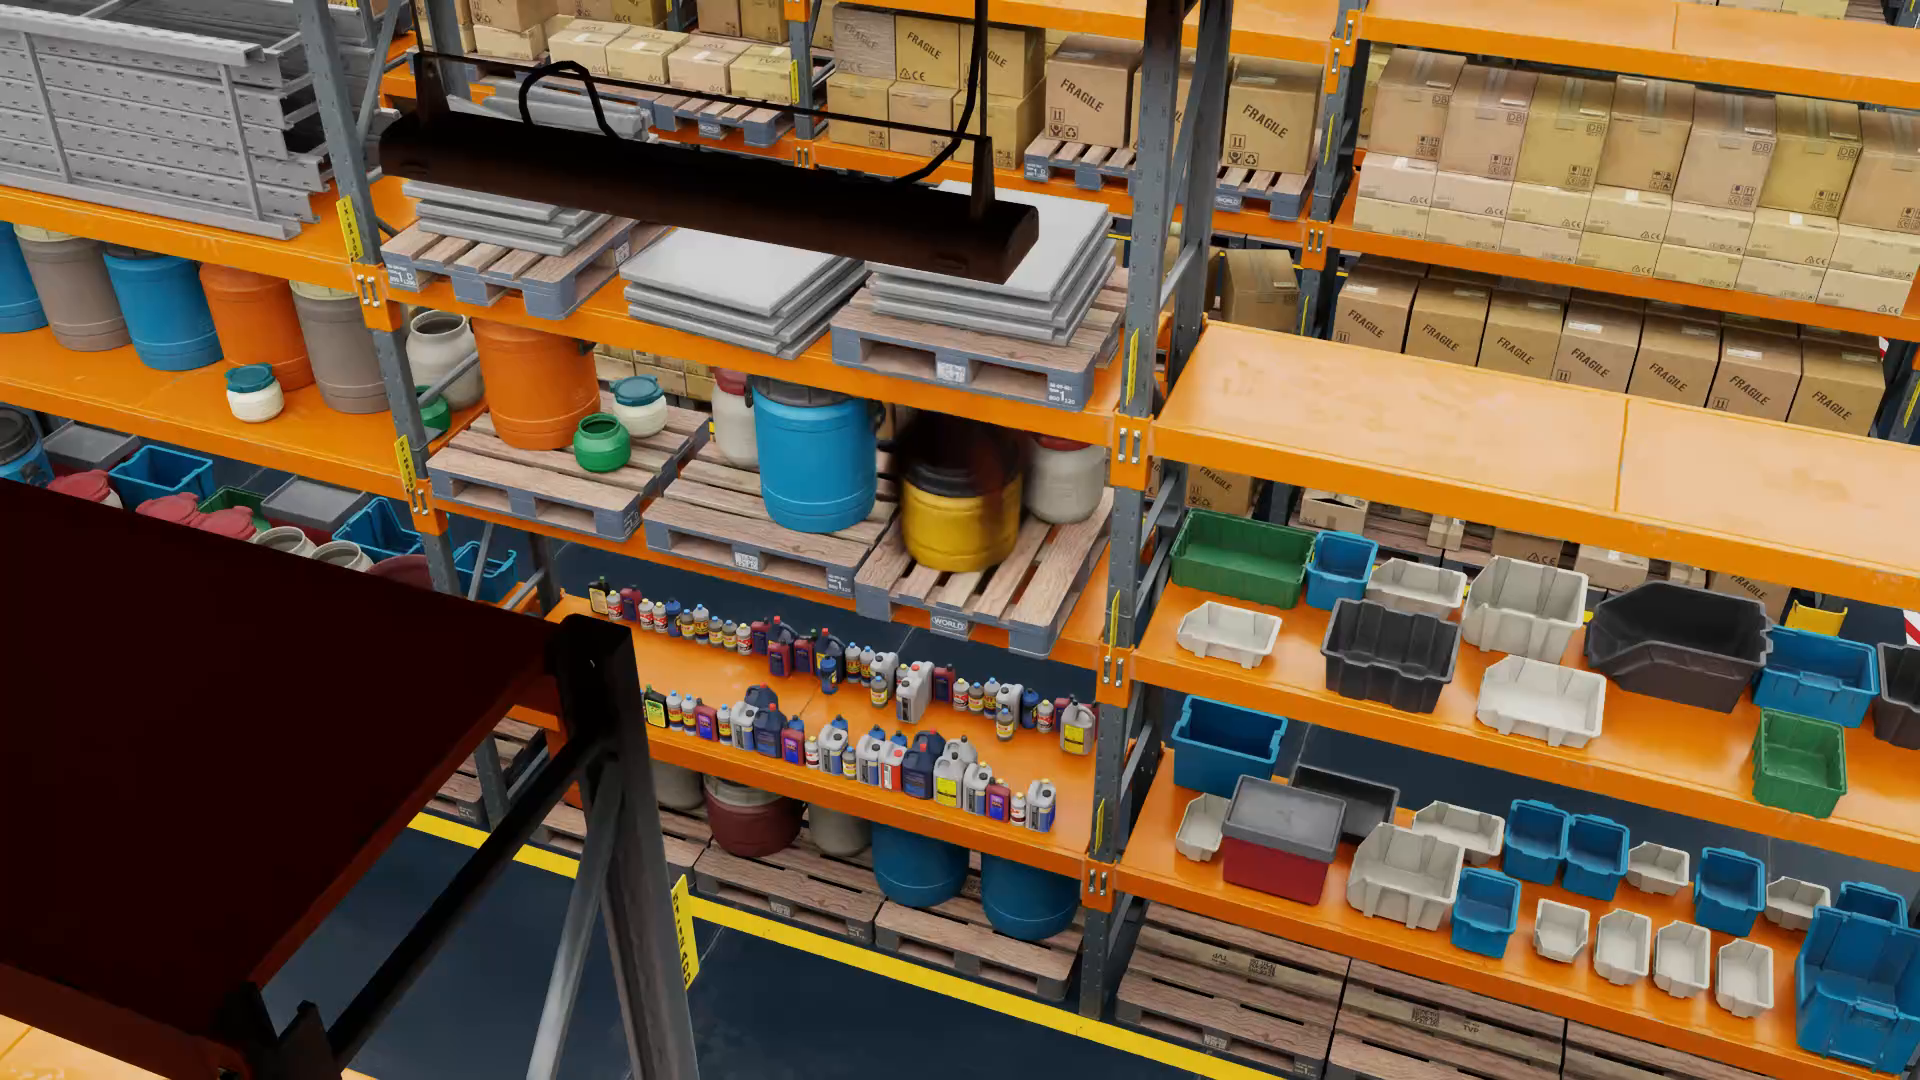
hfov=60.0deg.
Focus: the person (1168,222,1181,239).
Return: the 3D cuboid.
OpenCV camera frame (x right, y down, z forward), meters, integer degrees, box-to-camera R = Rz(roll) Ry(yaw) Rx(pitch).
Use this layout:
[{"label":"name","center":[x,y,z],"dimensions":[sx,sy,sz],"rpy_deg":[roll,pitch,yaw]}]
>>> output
[{"label":"person","center":[1.991,-2.504,15.435],"dimensions":[0.507,1.706,0.501],"rpy_deg":[-25,43,-29]}]
